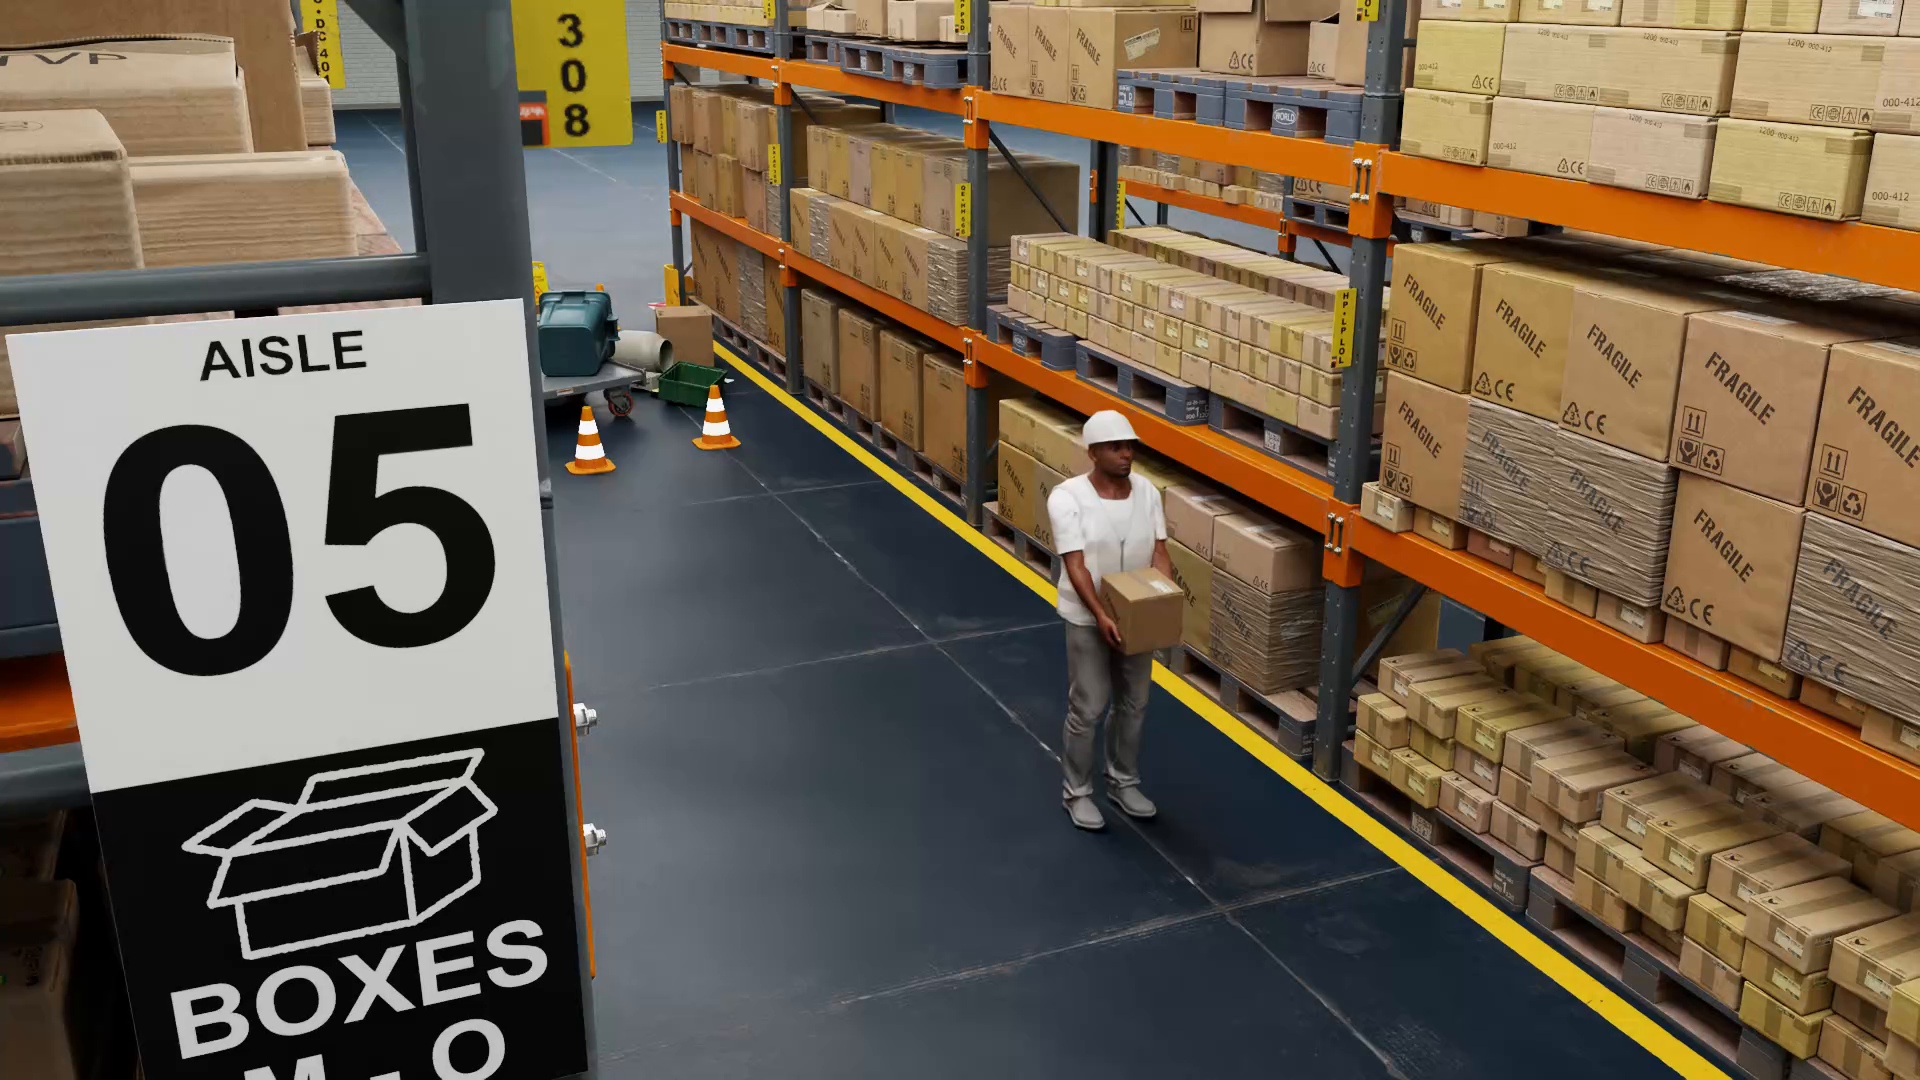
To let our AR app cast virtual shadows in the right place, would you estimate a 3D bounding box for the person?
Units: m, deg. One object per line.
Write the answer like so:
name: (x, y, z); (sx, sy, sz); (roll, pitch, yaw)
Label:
person: (0.668, 0.351, 6.988); (0.513, 1.769, 0.573); (-8, 20, -22)
